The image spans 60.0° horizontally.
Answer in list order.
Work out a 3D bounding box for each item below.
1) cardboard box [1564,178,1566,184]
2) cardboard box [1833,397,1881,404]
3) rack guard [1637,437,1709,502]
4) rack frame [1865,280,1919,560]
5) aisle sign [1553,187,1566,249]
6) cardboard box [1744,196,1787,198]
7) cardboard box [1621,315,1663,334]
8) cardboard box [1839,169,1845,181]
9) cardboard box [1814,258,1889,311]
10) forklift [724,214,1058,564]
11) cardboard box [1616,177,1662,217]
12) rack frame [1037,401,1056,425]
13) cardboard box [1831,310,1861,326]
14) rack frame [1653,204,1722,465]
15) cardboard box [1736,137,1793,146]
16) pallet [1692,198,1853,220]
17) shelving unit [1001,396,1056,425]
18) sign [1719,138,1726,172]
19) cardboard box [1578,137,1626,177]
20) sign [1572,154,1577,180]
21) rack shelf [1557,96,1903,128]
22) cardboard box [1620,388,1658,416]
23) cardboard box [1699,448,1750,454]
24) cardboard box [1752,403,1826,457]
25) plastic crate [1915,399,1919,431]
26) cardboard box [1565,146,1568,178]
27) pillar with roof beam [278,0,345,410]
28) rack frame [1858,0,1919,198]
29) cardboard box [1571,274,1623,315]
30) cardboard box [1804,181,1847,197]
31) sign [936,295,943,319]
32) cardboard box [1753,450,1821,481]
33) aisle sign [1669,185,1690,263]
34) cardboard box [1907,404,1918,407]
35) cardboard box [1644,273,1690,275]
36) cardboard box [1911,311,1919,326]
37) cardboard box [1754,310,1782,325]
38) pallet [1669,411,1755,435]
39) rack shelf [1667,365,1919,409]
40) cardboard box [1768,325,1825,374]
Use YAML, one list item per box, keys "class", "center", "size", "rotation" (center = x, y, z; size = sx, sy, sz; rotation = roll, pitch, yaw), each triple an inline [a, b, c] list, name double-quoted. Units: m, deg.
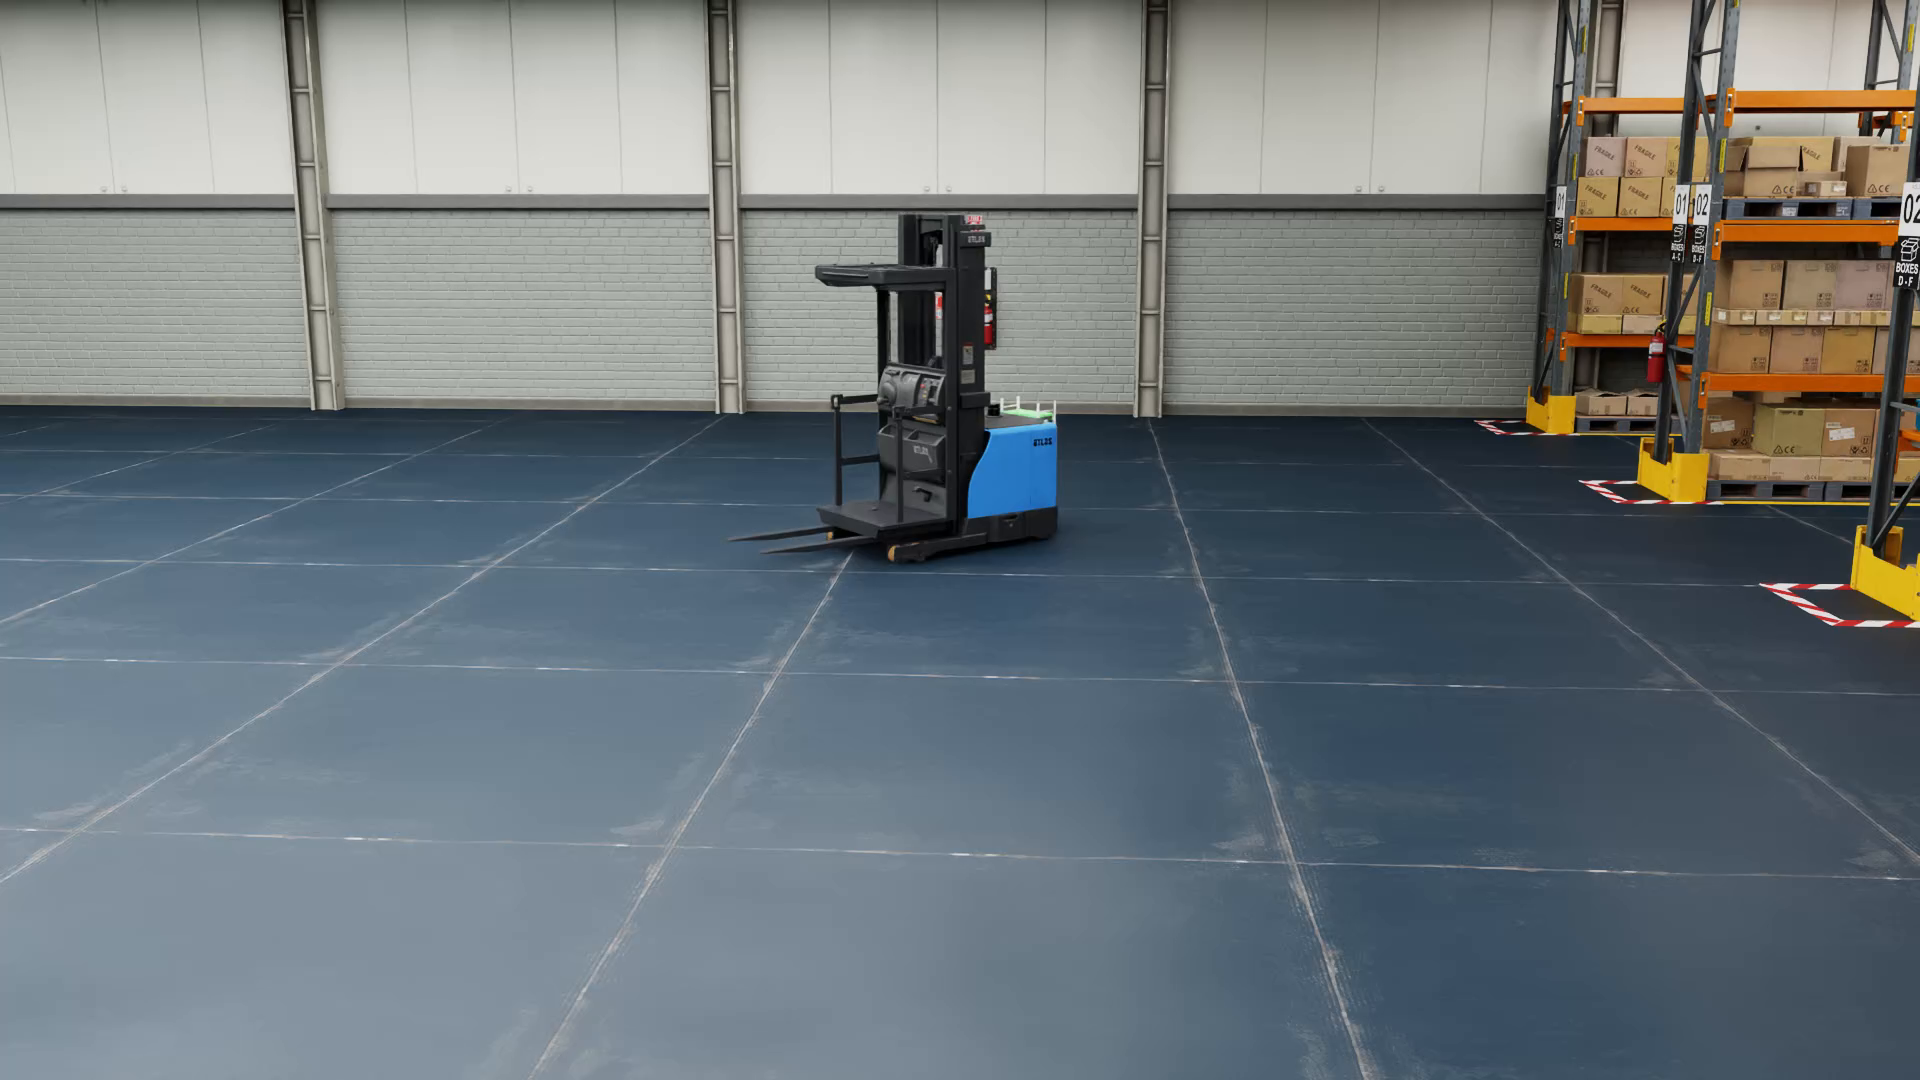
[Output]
- class: "cardboard box"
  center: [8.336, -4.563, 22.116]
  size: [0.500, 0.500, 0.500]
  rotation: [2, 12, 8]
- class: "cardboard box"
  center: [9.628, -1.240, 17.710]
  size: [0.500, 0.500, 0.500]
  rotation: [1, 12, 4]
- class: "rack guard"
  center: [7.552, -0.754, 17.635]
  size: [0.348, 0.500, 1.175]
  rotation: [1, 12, 4]
- class: "rack frame"
  center: [7.241, -0.966, 12.540]
  size: [0.127, 3.000, 1.000]
  rotation: [1, 12, 4]
- class: "aisle sign"
  center: [7.811, -4.202, 21.661]
  size: [0.004, 0.787, 0.394]
  rotation: [1, 12, 4]
- class: "cardboard box"
  center: [10.315, -4.428, 21.471]
  size: [0.500, 0.500, 0.500]
  rotation: [0, 12, 2]
- class: "cardboard box"
  center: [8.888, -2.850, 21.867]
  size: [0.500, 0.250, 0.500]
  rotation: [0, 12, 2]
- class: "cardboard box"
  center: [9.297, -3.707, 17.168]
  size: [0.500, 0.311, 0.500]
  rotation: [2, 12, 10]
- class: "cardboard box"
  center: [9.122, -2.639, 17.127]
  size: [0.500, 0.500, 0.700]
  rotation: [1, 12, 4]
- class: "forklift"
  center: [-0.592, -1.348, 14.536]
  size: [3.031, 2.935, 1.130]
  rotation: [-8, 14, -35]
- class: "cardboard box"
  center: [8.753, -4.446, 21.560]
  size: [0.500, 0.500, 0.500]
  rotation: [2, 12, 8]
- class: "rack frame"
  center: [0.809, -0.704, 15.684]
  size: [0.240, 1.200, 0.015]
  rotation: [-11, 16, -41]
- class: "cardboard box"
  center: [8.983, -2.281, 16.999]
  size: [0.250, 0.149, 0.380]
  rotation: [0, 12, 2]
- class: "rack frame"
  center: [7.576, -1.977, 17.377]
  size: [0.127, 3.000, 1.000]
  rotation: [1, 12, 4]
- class: "cardboard box"
  center: [10.307, -4.913, 21.350]
  size: [0.500, 0.500, 0.500]
  rotation: [0, 12, 2]
- class: "pallet"
  center: [8.279, -3.388, 17.008]
  size: [1.213, 0.211, 1.003]
  rotation: [1, 12, 4]
- class: "shelving unit"
  center: [0.645, -0.741, 15.861]
  size: [0.258, 1.200, 0.503]
  rotation: [-11, 16, -41]
- class: "sign"
  center: [7.533, -3.799, 16.431]
  size: [0.005, 0.325, 0.100]
  rotation: [1, 12, 4]
- class: "cardboard box"
  center: [8.271, -4.951, 21.532]
  size: [0.500, 0.500, 0.500]
  rotation: [0, 12, 0]
- class: "sign"
  center: [7.867, -4.775, 21.289]
  size: [0.005, 0.325, 0.100]
  rotation: [1, 12, 4]
- class: "rack shelf"
  center: [9.899, -5.545, 21.545]
  size: [4.000, 0.370, 1.077]
  rotation: [1, 12, 4]
- class: "cardboard box"
  center: [9.156, -1.853, 22.275]
  size: [0.500, 0.311, 0.500]
  rotation: [2, 12, 8]
- class: "cardboard box"
  center: [8.131, -0.890, 17.870]
  size: [0.500, 0.250, 0.500]
  rotation: [1, 12, 4]
- class: "cardboard box"
  center: [8.595, -1.145, 17.256]
  size: [0.500, 0.500, 0.500]
  rotation: [1, 12, 4]
- class: "plastic crate"
  center: [7.760, -0.947, 12.815]
  size: [0.616, 0.251, 0.499]
  rotation: [1, 12, 4]
- class: "cardboard box"
  center: [8.351, -5.053, 22.021]
  size: [0.500, 0.500, 0.500]
  rotation: [1, 12, 6]
- class: "pillar with roof beam"
  center: [-9.588, -5.460, 19.373]
  size: [0.400, 9.000, 9.100]
  rotation: [1, 12, 4]
- class: "rack frame"
  center: [11.894, -5.871, 21.340]
  size: [0.127, 3.000, 1.000]
  rotation: [1, 12, 4]
- class: "cardboard box"
  center: [8.359, -3.225, 21.827]
  size: [0.500, 0.500, 0.500]
  rotation: [1, 12, 4]
- class: "cardboard box"
  center: [8.738, -3.545, 16.790]
  size: [0.250, 0.149, 0.380]
  rotation: [1, 12, 4]
- class: "sign"
  center: [-0.335, -3.326, 23.739]
  size: [0.234, 0.329, 0.001]
  rotation: [1, 12, 4]
- class: "cardboard box"
  center: [8.595, -0.778, 17.335]
  size: [0.500, 0.250, 0.500]
  rotation: [1, 12, 4]
- class: "aisle sign"
  center: [7.530, -3.311, 17.402]
  size: [0.004, 0.787, 0.394]
  rotation: [1, 12, 4]
- class: "cardboard box"
  center: [10.092, -1.126, 17.168]
  size: [0.500, 0.500, 0.500]
  rotation: [1, 12, 4]
- class: "cardboard box"
  center: [9.405, -3.315, 22.257]
  size: [0.500, 0.500, 0.500]
  rotation: [0, 12, 2]
- class: "cardboard box"
  center: [9.749, -2.270, 16.947]
  size: [0.250, 0.149, 0.380]
  rotation: [1, 12, 6]
- class: "cardboard box"
  center: [8.216, -2.292, 17.050]
  size: [0.250, 0.149, 0.380]
  rotation: [0, 12, 2]
- class: "pallet"
  center: [10.001, -1.588, 22.326]
  size: [1.213, 0.211, 1.003]
  rotation: [1, 12, 4]
- class: "rack shelf"
  center: [9.571, -1.598, 17.320]
  size: [4.000, 0.370, 1.077]
  rotation: [1, 12, 4]
- class: "cardboard box"
  center: [8.565, -2.011, 17.295]
  size: [0.500, 0.500, 0.700]
  rotation: [1, 12, 5]
